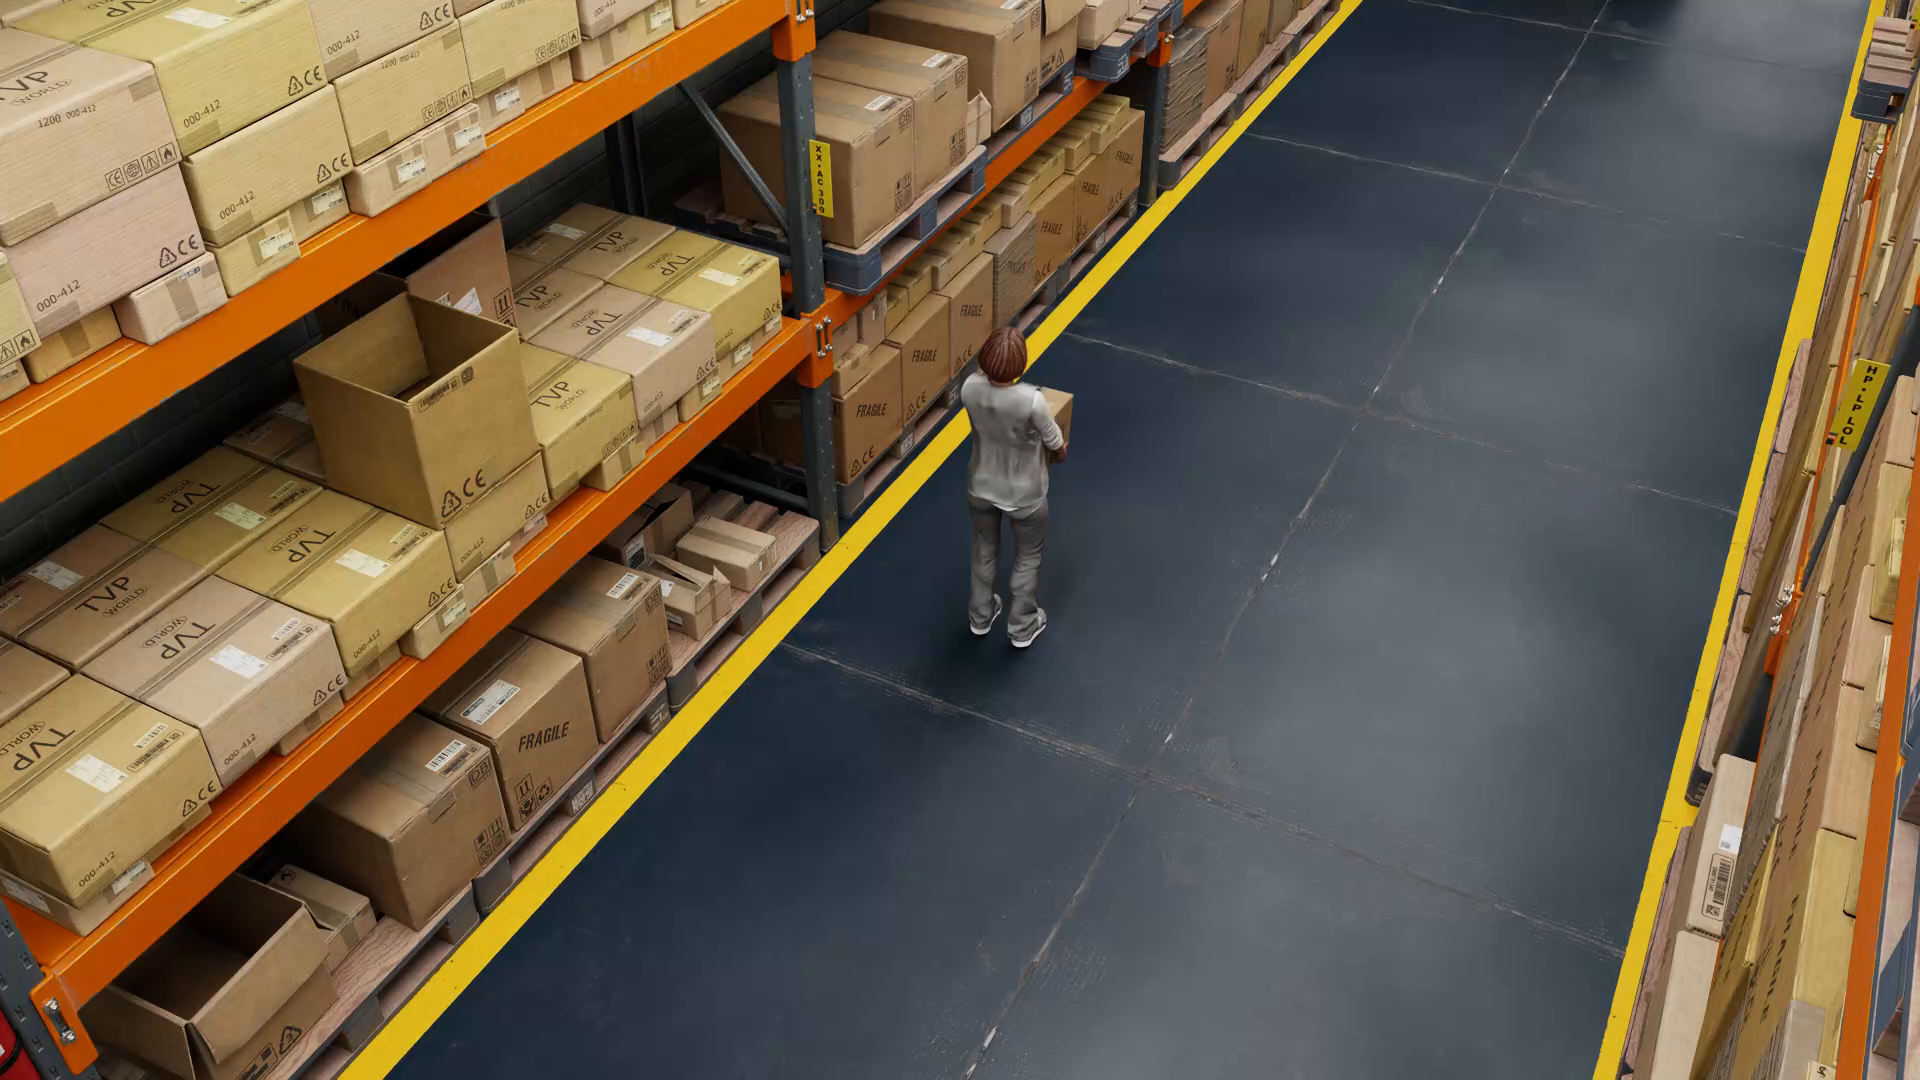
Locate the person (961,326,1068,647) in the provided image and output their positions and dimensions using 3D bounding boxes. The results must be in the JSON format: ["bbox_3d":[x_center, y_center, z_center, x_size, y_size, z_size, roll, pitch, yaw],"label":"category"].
[{"bbox_3d":[0.235,-0.263,7.090,0.397,1.597,0.496,16,41,19],"label":"person"}]
